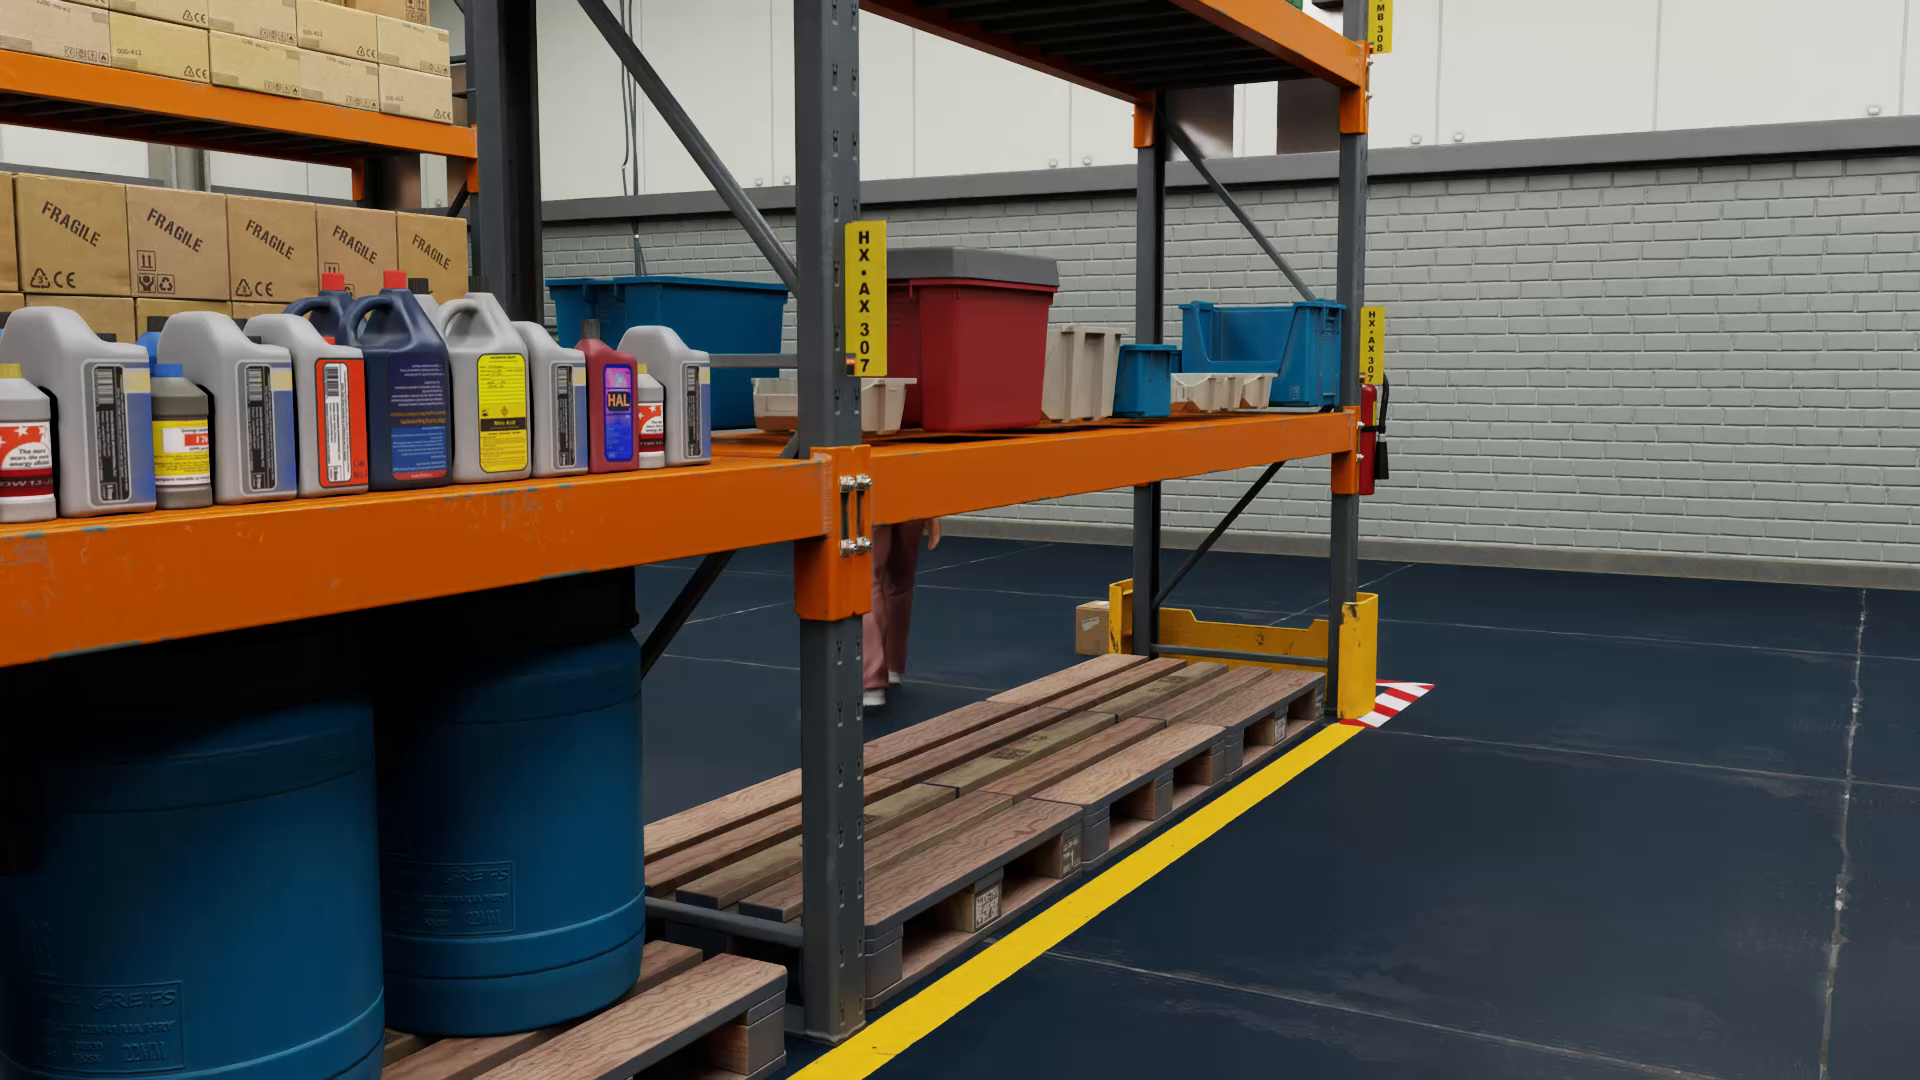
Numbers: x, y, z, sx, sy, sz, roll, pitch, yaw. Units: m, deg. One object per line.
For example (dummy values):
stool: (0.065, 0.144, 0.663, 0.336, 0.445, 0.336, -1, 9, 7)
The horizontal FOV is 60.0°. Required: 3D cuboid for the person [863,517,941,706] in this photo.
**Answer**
person: (-0.347, -0.097, 7.482, 0.540, 1.660, 0.790, -2, 6, -19)
